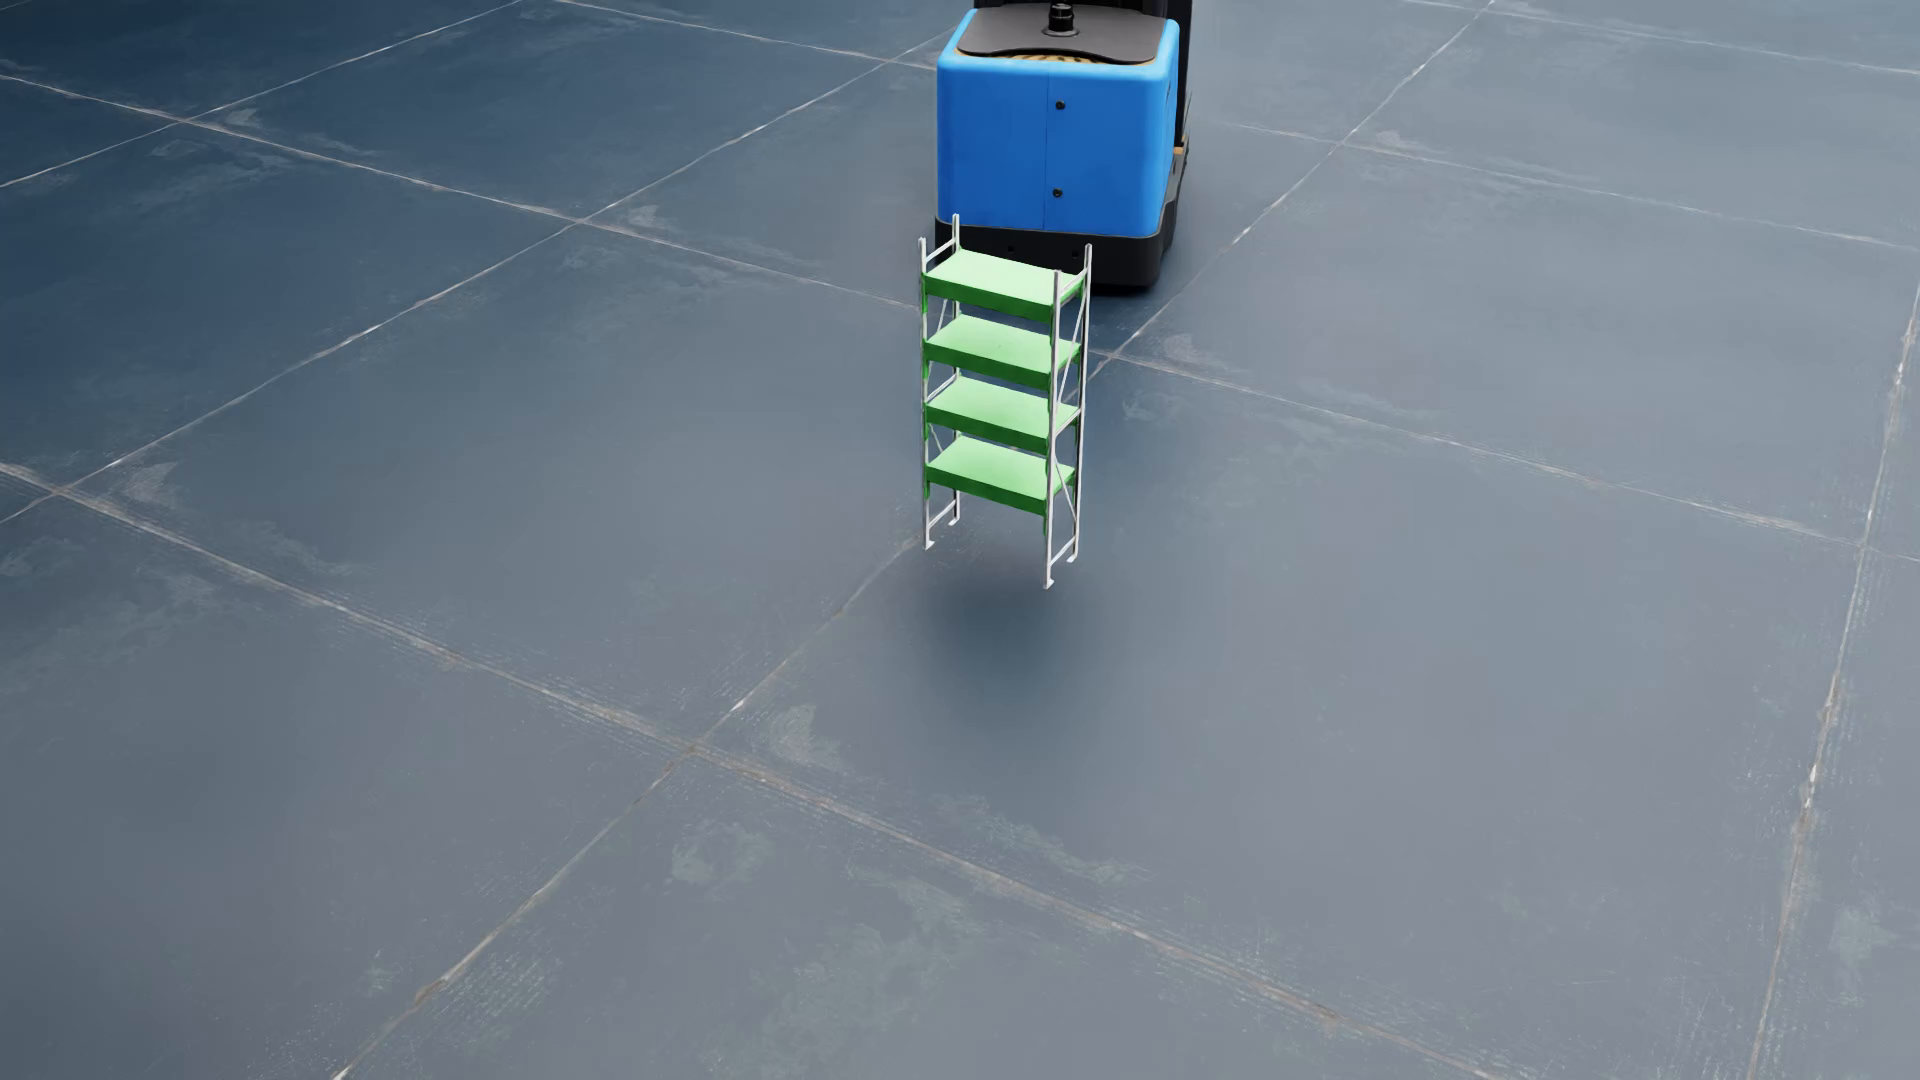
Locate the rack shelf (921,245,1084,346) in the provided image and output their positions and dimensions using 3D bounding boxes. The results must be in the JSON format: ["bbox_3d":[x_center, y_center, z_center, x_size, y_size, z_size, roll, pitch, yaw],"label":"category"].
[{"bbox_3d":[0.144,-0.800,5.419,0.480,0.148,0.258,18,37,24],"label":"rack shelf"}]

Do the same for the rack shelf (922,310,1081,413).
[{"bbox_3d":[0.144,-0.600,5.552,0.480,0.148,0.258,18,37,24],"label":"rack shelf"}]

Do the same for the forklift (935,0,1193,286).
[{"bbox_3d":[0.655,-3.199,8.211,1.130,2.935,3.031,6,34,9],"label":"forklift"}]

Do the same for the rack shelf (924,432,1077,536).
[{"bbox_3d":[0.144,-0.201,5.818,0.480,0.148,0.258,18,37,24],"label":"rack shelf"}]

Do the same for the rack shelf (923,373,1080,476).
[{"bbox_3d":[0.144,-0.401,5.685,0.480,0.148,0.258,18,37,24],"label":"rack shelf"}]

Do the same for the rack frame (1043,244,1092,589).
[{"bbox_3d":[0.356,-0.387,5.549,0.015,1.200,0.240,18,37,24],"label":"rack frame"}]

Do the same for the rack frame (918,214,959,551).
[{"bbox_3d":[-0.068,-0.521,5.751,0.015,1.200,0.240,18,37,24],"label":"rack frame"}]

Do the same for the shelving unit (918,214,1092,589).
[{"bbox_3d":[0.144,-0.454,5.650,0.503,1.200,0.258,18,37,24],"label":"shelving unit"}]
